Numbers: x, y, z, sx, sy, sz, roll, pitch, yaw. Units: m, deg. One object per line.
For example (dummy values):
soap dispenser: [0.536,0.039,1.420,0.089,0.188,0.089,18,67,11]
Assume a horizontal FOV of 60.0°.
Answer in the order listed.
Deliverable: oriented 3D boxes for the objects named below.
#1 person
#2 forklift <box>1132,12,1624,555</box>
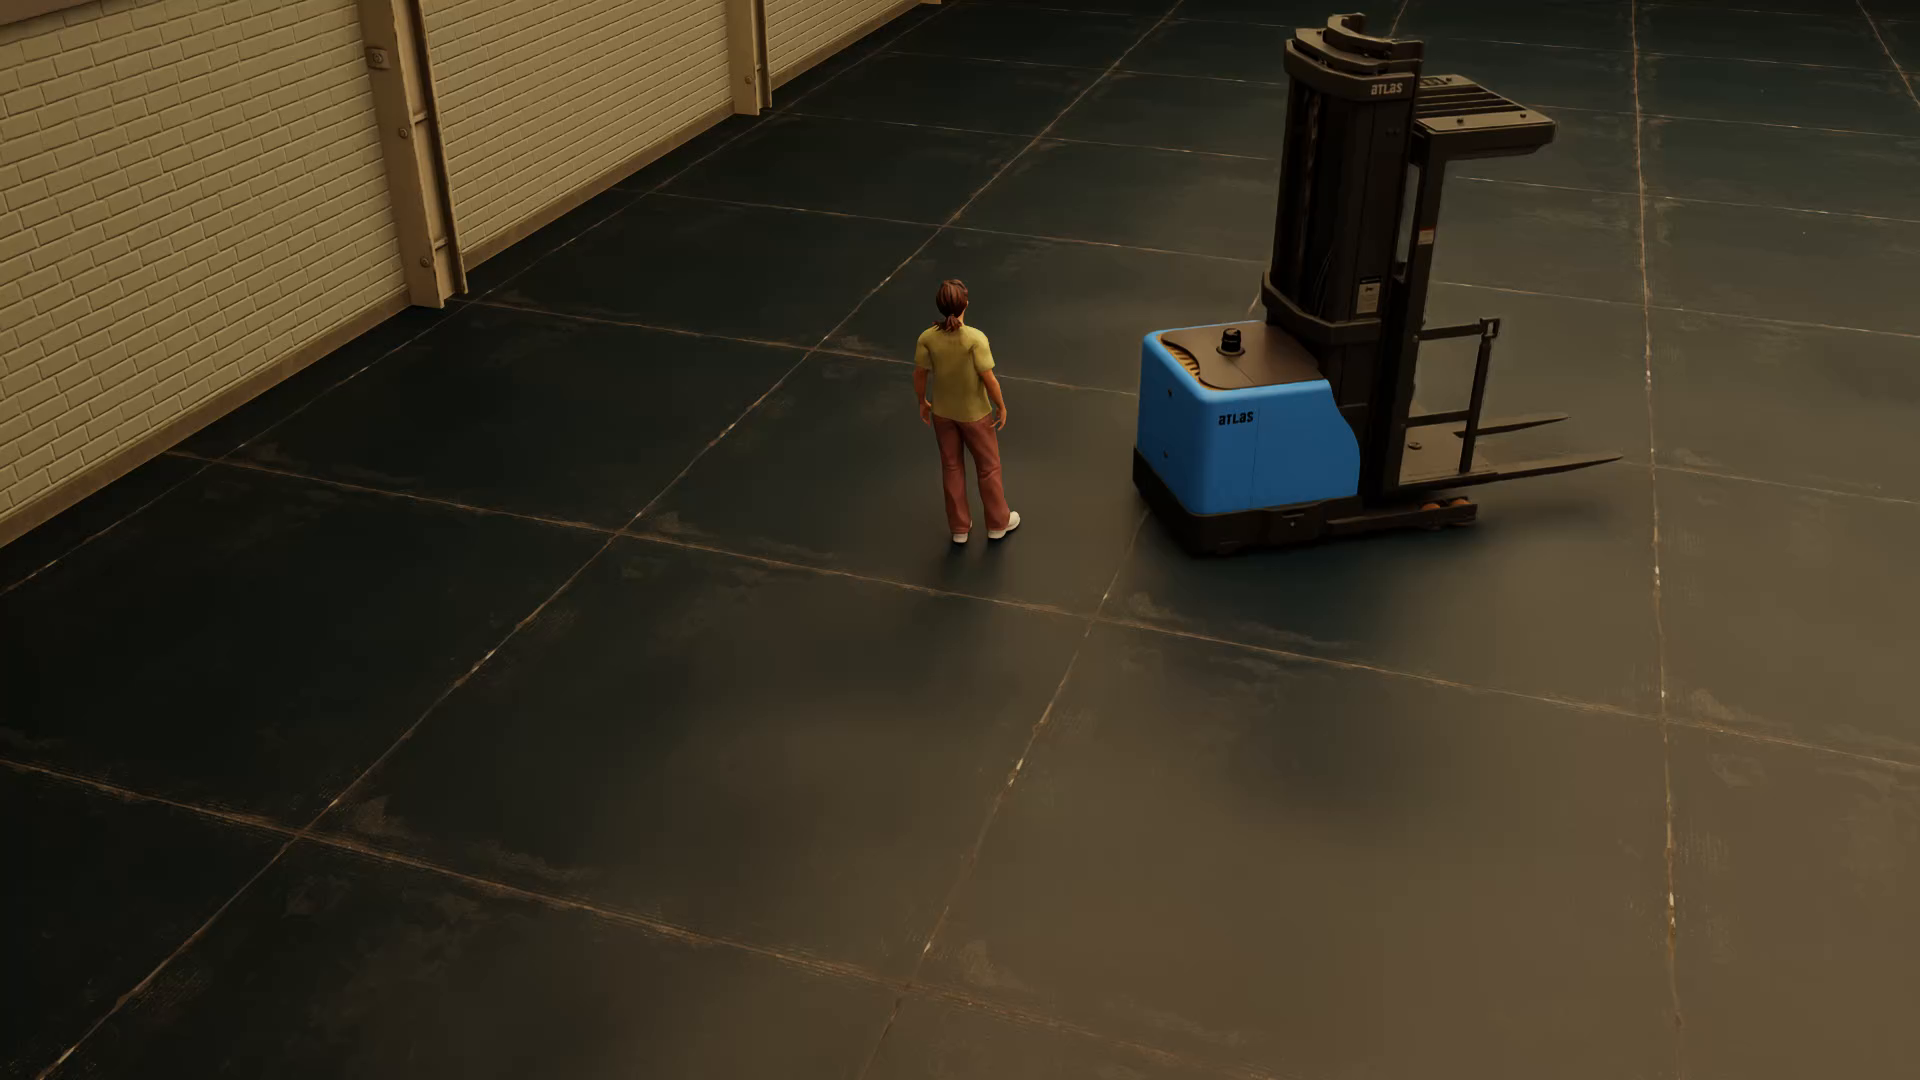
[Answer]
person: [0.035,-0.767,9.735,0.554,1.673,0.548,10,31,16]
forklift: [2.677,-1.576,9.901,3.031,2.935,1.130,-8,31,-13]
